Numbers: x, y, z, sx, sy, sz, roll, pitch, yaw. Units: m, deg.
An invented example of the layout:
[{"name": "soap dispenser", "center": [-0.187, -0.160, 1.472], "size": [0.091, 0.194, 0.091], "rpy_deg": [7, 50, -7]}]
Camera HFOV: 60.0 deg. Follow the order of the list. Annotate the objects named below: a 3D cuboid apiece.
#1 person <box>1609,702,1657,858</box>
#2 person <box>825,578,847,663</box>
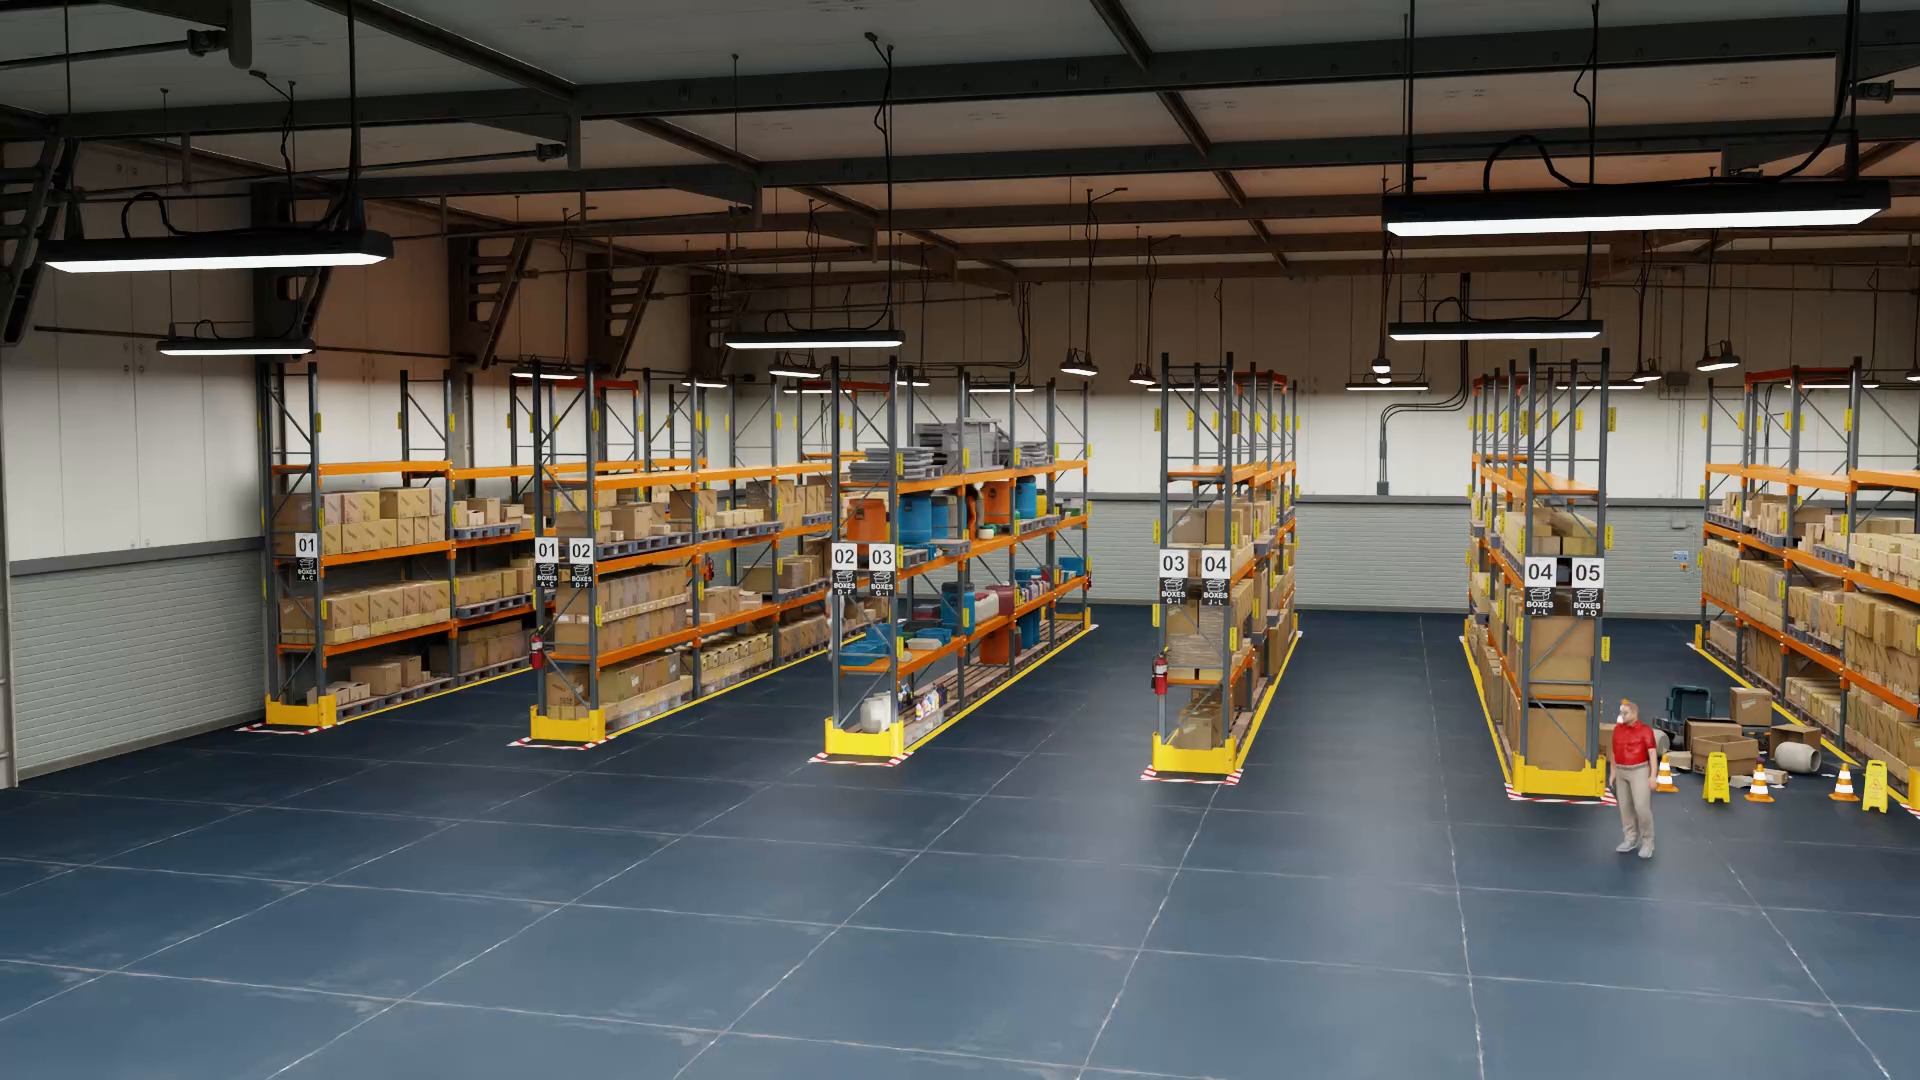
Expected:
[{"name": "person", "center": [7.846, 2.789, 19.431], "size": [0.391, 1.780, 0.617], "rpy_deg": [-2, 5, -31]}, {"name": "person", "center": [-2.468, 1.652, 34.227], "size": [0.569, 1.780, 0.576], "rpy_deg": [1, 4, 17]}]
